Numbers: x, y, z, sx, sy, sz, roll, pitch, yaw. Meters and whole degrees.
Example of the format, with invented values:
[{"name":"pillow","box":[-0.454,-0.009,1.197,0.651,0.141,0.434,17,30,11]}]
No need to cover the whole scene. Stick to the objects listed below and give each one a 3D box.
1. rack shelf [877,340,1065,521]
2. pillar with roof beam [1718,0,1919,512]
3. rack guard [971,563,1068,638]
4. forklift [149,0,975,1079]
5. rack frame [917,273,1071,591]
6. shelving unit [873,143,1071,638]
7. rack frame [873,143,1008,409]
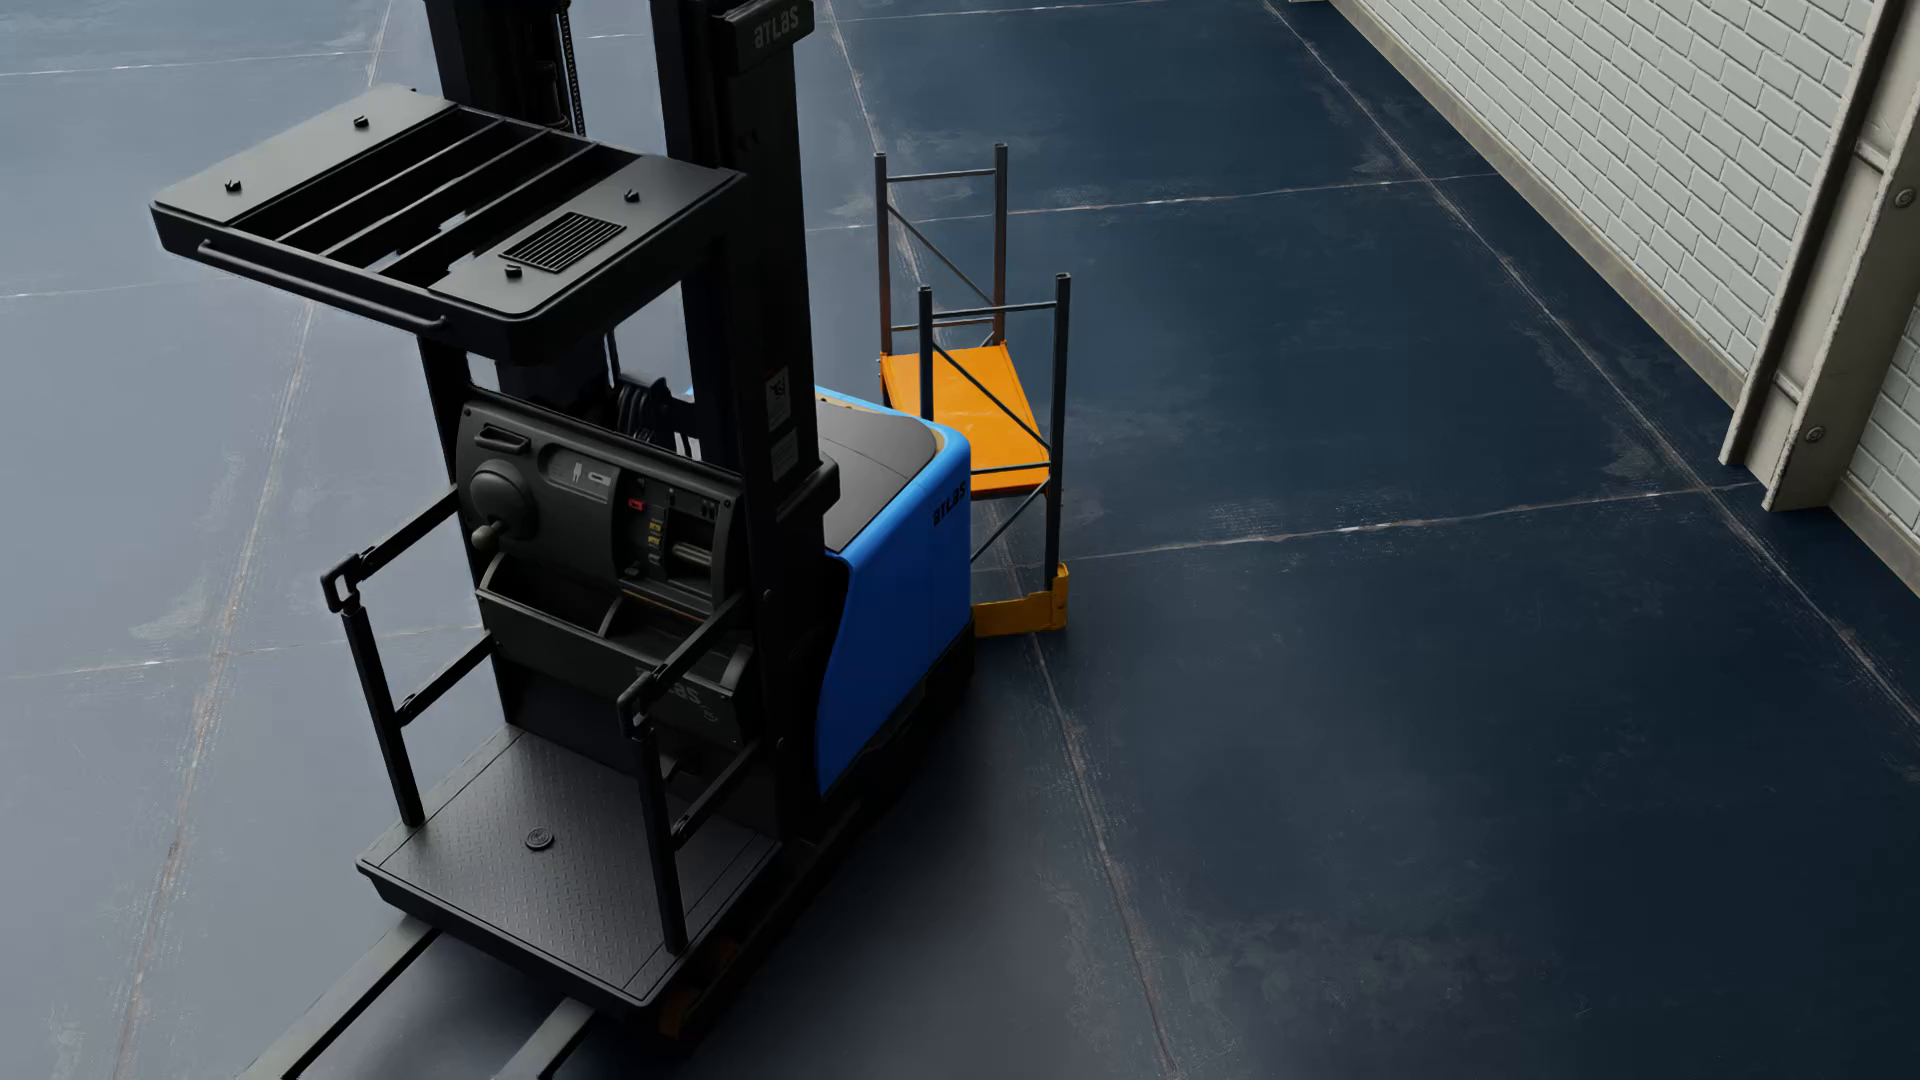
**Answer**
[{"name":"rack shelf","box":[0.022,-0.408,6.344,0.538,0.185,1.000,-6,38,-8]},{"name":"pillar with roof beam","box":[-0.770,-3.342,3.717,9.100,9.000,0.400,-6,38,-8]},{"name":"rack guard","box":[0.110,0.239,6.238,0.587,0.250,0.087,-6,38,-8]},{"name":"forklift","box":[-1.102,-0.015,4.380,1.130,2.935,3.031,19,42,22]},{"name":"rack frame","box":[0.112,-0.243,5.839,0.500,1.500,0.032,-6,38,-8]},{"name":"shelving unit","box":[0.020,-0.555,6.241,0.587,1.500,1.083,-6,38,-8]},{"name":"rack frame","box":[-0.070,-0.856,6.629,0.500,1.500,0.032,-6,38,-8]}]
